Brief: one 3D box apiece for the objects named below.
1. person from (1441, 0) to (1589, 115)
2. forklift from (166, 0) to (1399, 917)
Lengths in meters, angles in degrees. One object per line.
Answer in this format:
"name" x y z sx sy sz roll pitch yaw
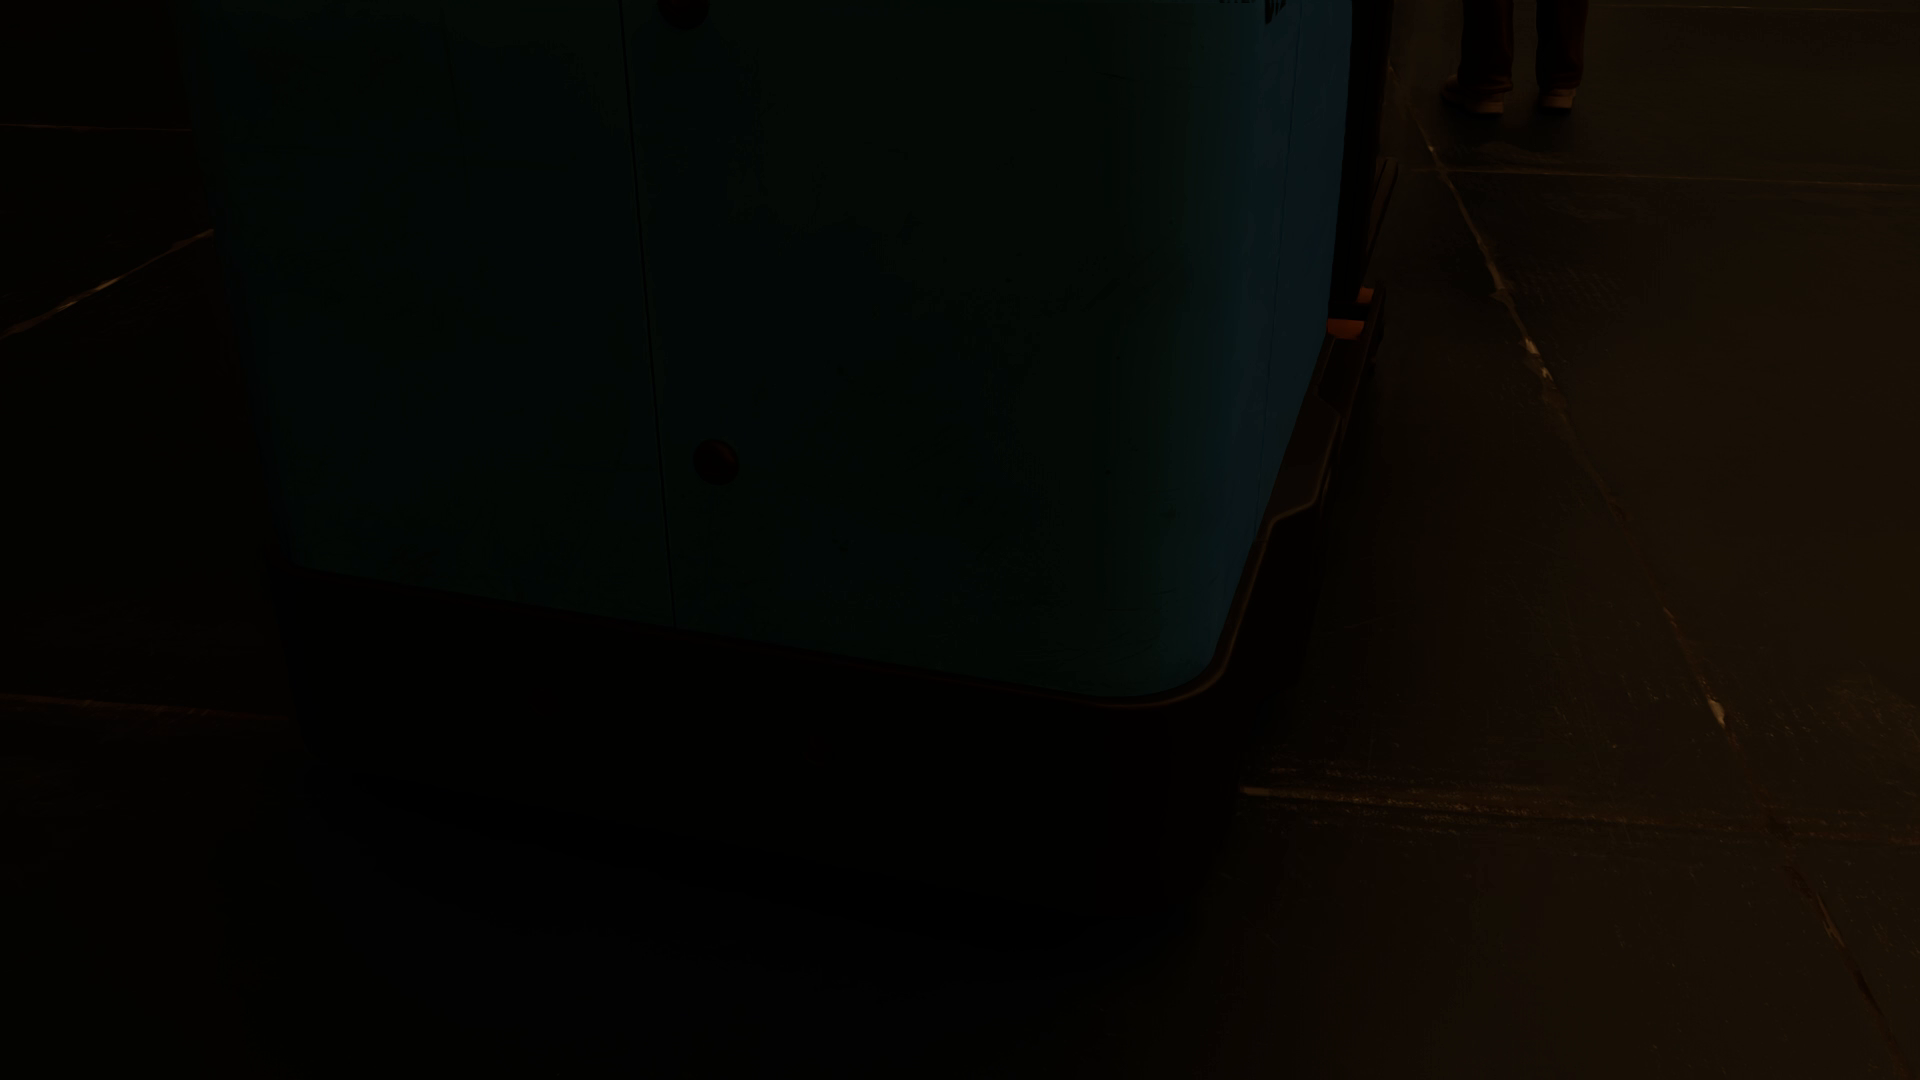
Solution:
"person" 1.644 -2.154 4.815 0.693 1.780 0.572 3 27 6
"forklift" 0.171 -1.585 2.393 1.130 2.935 3.031 8 28 15
